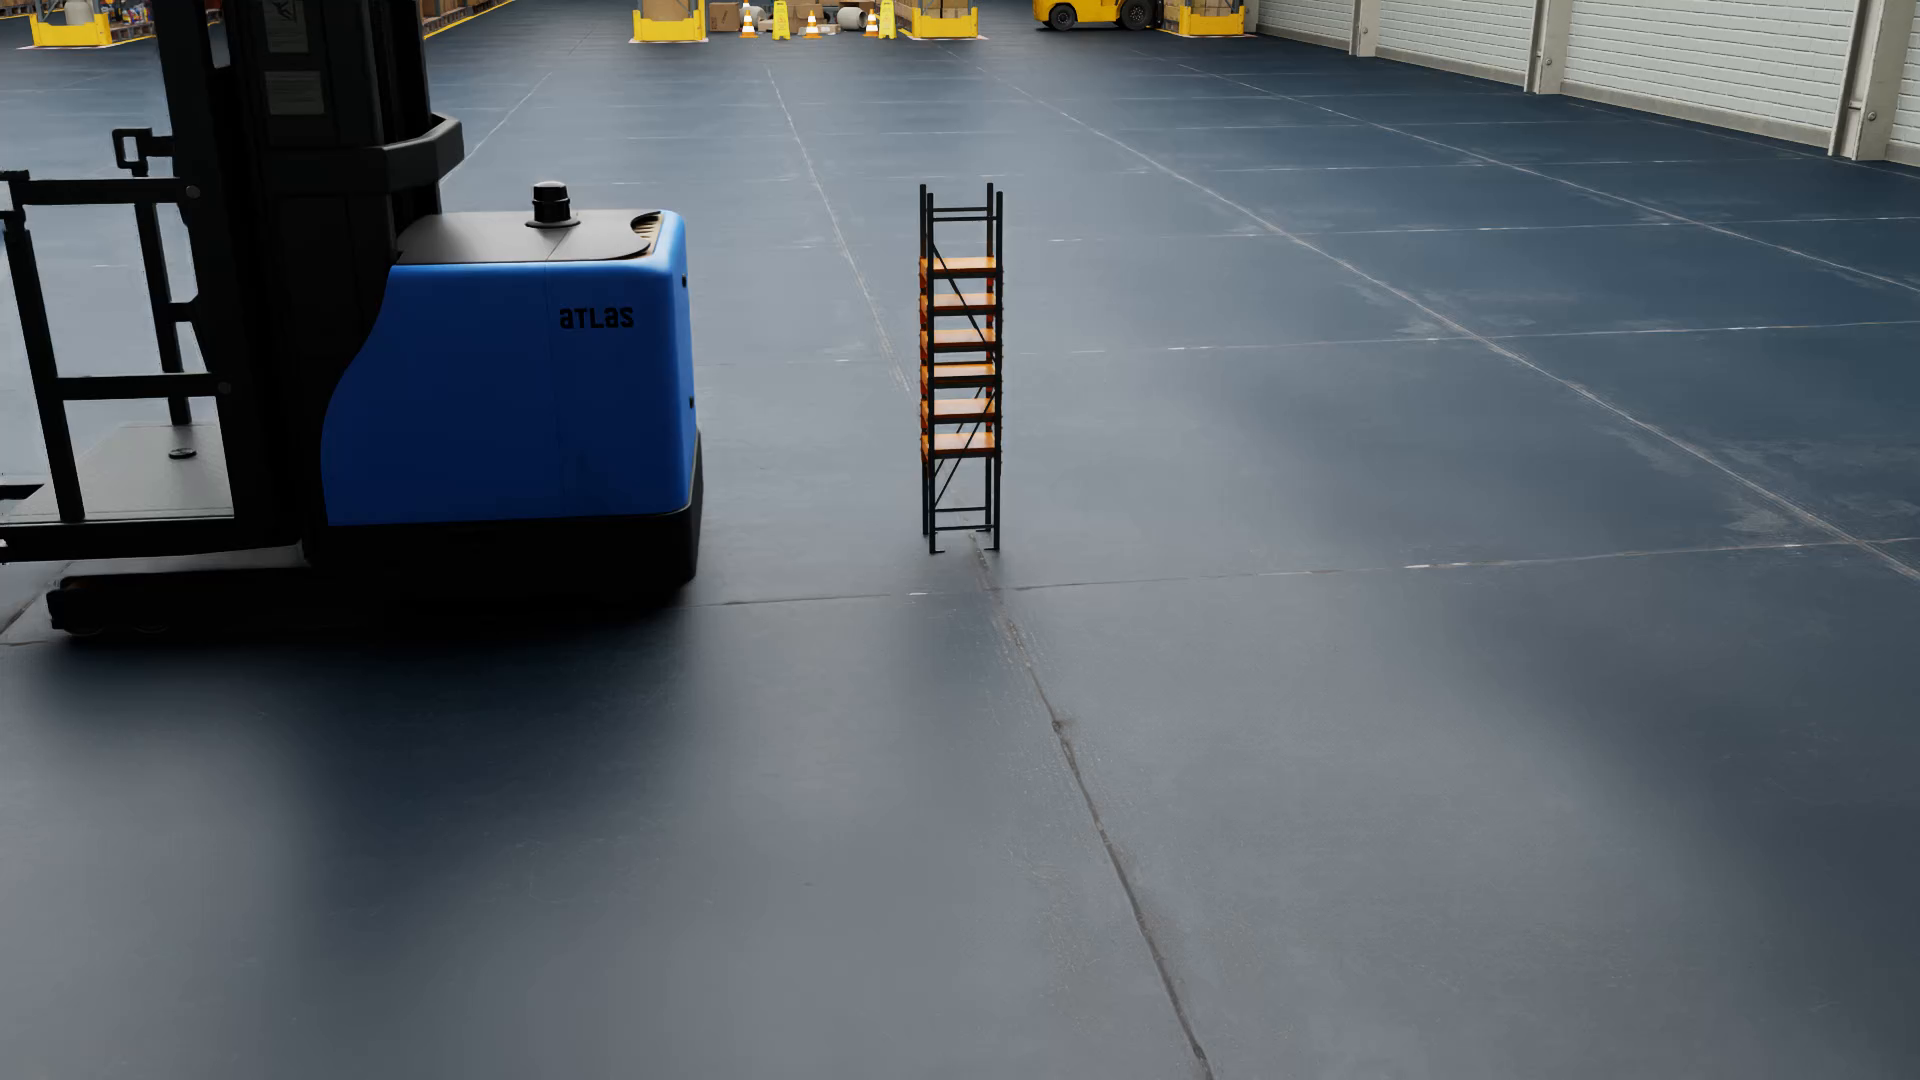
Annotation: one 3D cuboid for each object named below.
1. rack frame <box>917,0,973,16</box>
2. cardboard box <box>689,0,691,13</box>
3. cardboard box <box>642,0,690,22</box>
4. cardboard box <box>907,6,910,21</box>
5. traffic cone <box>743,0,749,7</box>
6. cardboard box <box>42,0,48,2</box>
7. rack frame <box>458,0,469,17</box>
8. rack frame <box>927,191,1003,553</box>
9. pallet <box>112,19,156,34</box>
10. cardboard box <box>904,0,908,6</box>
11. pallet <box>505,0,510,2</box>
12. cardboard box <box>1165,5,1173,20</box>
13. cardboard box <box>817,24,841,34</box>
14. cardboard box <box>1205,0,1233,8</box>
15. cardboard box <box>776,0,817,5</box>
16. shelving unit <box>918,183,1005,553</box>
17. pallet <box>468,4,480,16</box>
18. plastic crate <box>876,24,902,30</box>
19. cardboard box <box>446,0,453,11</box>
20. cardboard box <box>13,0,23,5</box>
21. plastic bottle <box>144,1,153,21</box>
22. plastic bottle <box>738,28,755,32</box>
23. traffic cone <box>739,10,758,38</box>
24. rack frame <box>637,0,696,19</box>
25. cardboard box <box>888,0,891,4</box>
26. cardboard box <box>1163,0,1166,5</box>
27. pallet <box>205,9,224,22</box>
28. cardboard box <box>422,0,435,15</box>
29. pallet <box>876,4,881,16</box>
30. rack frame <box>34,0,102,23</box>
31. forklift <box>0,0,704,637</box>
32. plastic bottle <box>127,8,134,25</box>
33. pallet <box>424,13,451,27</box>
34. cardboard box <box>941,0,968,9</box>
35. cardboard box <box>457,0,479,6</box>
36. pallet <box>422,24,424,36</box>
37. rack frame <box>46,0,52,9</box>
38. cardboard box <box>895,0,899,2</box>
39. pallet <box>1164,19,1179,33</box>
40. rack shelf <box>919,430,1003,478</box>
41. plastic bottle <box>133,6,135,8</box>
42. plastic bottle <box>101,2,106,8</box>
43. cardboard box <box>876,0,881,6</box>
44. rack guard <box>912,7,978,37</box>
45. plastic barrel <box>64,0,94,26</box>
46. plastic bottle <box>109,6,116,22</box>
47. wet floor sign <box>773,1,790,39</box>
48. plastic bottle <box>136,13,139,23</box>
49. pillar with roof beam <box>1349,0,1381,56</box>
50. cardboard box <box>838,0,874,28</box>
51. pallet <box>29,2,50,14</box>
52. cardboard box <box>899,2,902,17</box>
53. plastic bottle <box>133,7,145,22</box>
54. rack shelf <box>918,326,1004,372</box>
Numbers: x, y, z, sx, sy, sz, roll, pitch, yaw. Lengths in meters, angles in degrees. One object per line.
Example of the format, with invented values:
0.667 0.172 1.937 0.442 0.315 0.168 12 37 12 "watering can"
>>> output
-0.263 -10.528 29.617 1.000 3.000 0.127 -3 21 -8 "rack frame"
-5.702 -10.608 32.269 0.875 0.875 0.875 -3 21 -7 "cardboard box"
-5.310 -9.676 29.773 0.875 0.875 0.875 -3 21 -7 "cardboard box"
-0.713 -9.883 31.219 0.500 0.250 0.500 -3 21 -8 "cardboard box"
-4.423 -10.980 34.454 0.336 0.463 0.334 -3 21 -8 "traffic cone"
-21.248 -12.563 38.010 0.500 0.500 0.500 -3 21 -8 "cardboard box"
-11.223 -12.798 35.695 1.000 3.000 0.127 -3 21 -8 "rack frame"
0.015 -0.525 5.408 0.240 1.200 0.006 -3 21 -8 "rack frame"
-15.492 -9.622 31.178 1.003 0.211 1.213 -3 21 -8 "pallet"
-0.781 -10.408 31.553 0.500 0.500 0.500 -3 21 -9 "cardboard box"
-12.184 -13.989 42.868 1.003 0.211 1.213 -3 21 -8 "pallet"
4.205 -10.008 31.553 0.500 0.250 0.500 -3 21 -8 "cardboard box"
-2.451 -9.544 31.057 0.380 0.149 0.250 8 22 20 "cardboard box"
4.786 -10.096 31.075 0.500 0.250 0.500 -3 21 -7 "cardboard box"
-3.165 -10.226 32.182 0.797 0.637 0.503 -3 21 -8 "cardboard box"
0.002 -0.557 5.493 0.258 1.200 0.189 -3 21 -8 "shelving unit"
-11.262 -11.769 36.924 1.003 0.211 1.213 -3 21 -8 "pallet"
-1.425 -9.960 32.270 0.402 0.080 0.583 -11 23 -26 "plastic crate"
-10.926 -11.215 34.400 0.700 0.500 0.500 -1 21 -3 "cardboard box"
-21.038 -12.042 36.615 0.500 0.500 0.500 -4 21 -10 "cardboard box"
-15.142 -9.854 30.968 0.144 0.351 0.185 -4 21 -10 "plastic bottle"
-4.056 -9.700 31.600 0.283 0.061 0.133 -11 23 -26 "plastic bottle"
-3.818 -9.310 29.983 0.336 0.463 0.334 -3 21 -8 "traffic cone"
-5.147 -10.243 28.855 1.000 3.000 0.127 -3 21 -8 "rack frame"
-1.025 -11.309 34.863 0.950 0.372 0.625 -2 21 -4 "cardboard box"
4.112 -10.427 31.962 0.500 0.250 0.500 -3 21 -9 "cardboard box"
-16.051 -10.972 34.790 1.003 0.211 1.213 -3 21 -8 "pallet"
-10.714 -10.662 32.919 0.700 0.500 0.500 -5 21 -12 "cardboard box"
-1.305 -11.721 36.796 1.003 0.211 1.213 -3 21 -8 "pallet"
-14.971 -9.778 27.610 1.000 3.000 0.127 -3 21 -8 "rack frame"
-2.383 -1.281 4.958 3.031 2.935 1.130 -2 21 -6 "forklift"
-14.939 -9.435 29.943 0.061 0.283 0.133 -3 21 -7 "plastic bottle"
-10.760 -10.376 33.196 1.003 0.211 1.213 -3 21 -8 "pallet"
-0.110 -10.089 30.700 0.500 0.500 0.500 -4 21 -10 "cardboard box"
-11.302 -12.239 36.636 1.225 0.875 0.875 -4 21 -10 "cardboard box"
-10.163 -9.031 29.595 1.003 0.211 1.213 -3 21 -8 "pallet"
-21.603 -13.685 38.069 1.000 3.000 0.127 -3 21 -8 "rack frame"
-1.022 -10.955 33.018 0.500 0.500 0.500 -2 21 -5 "cardboard box"
4.496 -9.736 31.482 1.003 0.211 1.213 -3 21 -8 "pallet"
0.002 -0.291 5.592 0.258 0.103 0.180 -3 21 -8 "rack shelf"
-15.193 -9.696 30.643 0.061 0.283 0.133 -3 21 -8 "plastic bottle"
-15.815 -9.763 30.725 0.144 0.351 0.185 -4 21 -10 "plastic bottle"
-1.345 -12.067 36.894 0.950 0.372 0.625 -4 21 -11 "cardboard box"
-0.274 -9.383 30.125 1.175 0.500 0.348 -3 21 -8 "rack guard"
-15.142 -9.034 28.571 0.421 0.512 0.421 0 20 0 "plastic barrel"
-15.702 -9.747 30.796 0.097 0.271 0.097 0 20 0 "plastic bottle"
-3.184 -9.230 29.507 0.267 0.644 0.232 -7 21 -17 "wet floor sign"
-15.002 -9.505 30.248 0.097 0.201 0.097 0 20 0 "plastic bottle"
2.044 -11.582 23.865 9.100 9.000 0.400 -3 21 -8 "pillar with roof beam"
-2.032 -10.303 32.585 0.500 0.500 0.500 12 24 29 "cardboard box"
-21.448 -12.099 37.808 1.003 0.211 1.213 -3 21 -8 "pallet"
-0.934 -10.419 32.656 0.500 0.250 0.500 -2 21 -5 "cardboard box"
-15.076 -9.650 30.531 0.152 0.276 0.135 -3 21 -7 "plastic bottle"
0.002 -0.628 5.466 0.258 0.103 0.180 -3 21 -8 "rack shelf"
